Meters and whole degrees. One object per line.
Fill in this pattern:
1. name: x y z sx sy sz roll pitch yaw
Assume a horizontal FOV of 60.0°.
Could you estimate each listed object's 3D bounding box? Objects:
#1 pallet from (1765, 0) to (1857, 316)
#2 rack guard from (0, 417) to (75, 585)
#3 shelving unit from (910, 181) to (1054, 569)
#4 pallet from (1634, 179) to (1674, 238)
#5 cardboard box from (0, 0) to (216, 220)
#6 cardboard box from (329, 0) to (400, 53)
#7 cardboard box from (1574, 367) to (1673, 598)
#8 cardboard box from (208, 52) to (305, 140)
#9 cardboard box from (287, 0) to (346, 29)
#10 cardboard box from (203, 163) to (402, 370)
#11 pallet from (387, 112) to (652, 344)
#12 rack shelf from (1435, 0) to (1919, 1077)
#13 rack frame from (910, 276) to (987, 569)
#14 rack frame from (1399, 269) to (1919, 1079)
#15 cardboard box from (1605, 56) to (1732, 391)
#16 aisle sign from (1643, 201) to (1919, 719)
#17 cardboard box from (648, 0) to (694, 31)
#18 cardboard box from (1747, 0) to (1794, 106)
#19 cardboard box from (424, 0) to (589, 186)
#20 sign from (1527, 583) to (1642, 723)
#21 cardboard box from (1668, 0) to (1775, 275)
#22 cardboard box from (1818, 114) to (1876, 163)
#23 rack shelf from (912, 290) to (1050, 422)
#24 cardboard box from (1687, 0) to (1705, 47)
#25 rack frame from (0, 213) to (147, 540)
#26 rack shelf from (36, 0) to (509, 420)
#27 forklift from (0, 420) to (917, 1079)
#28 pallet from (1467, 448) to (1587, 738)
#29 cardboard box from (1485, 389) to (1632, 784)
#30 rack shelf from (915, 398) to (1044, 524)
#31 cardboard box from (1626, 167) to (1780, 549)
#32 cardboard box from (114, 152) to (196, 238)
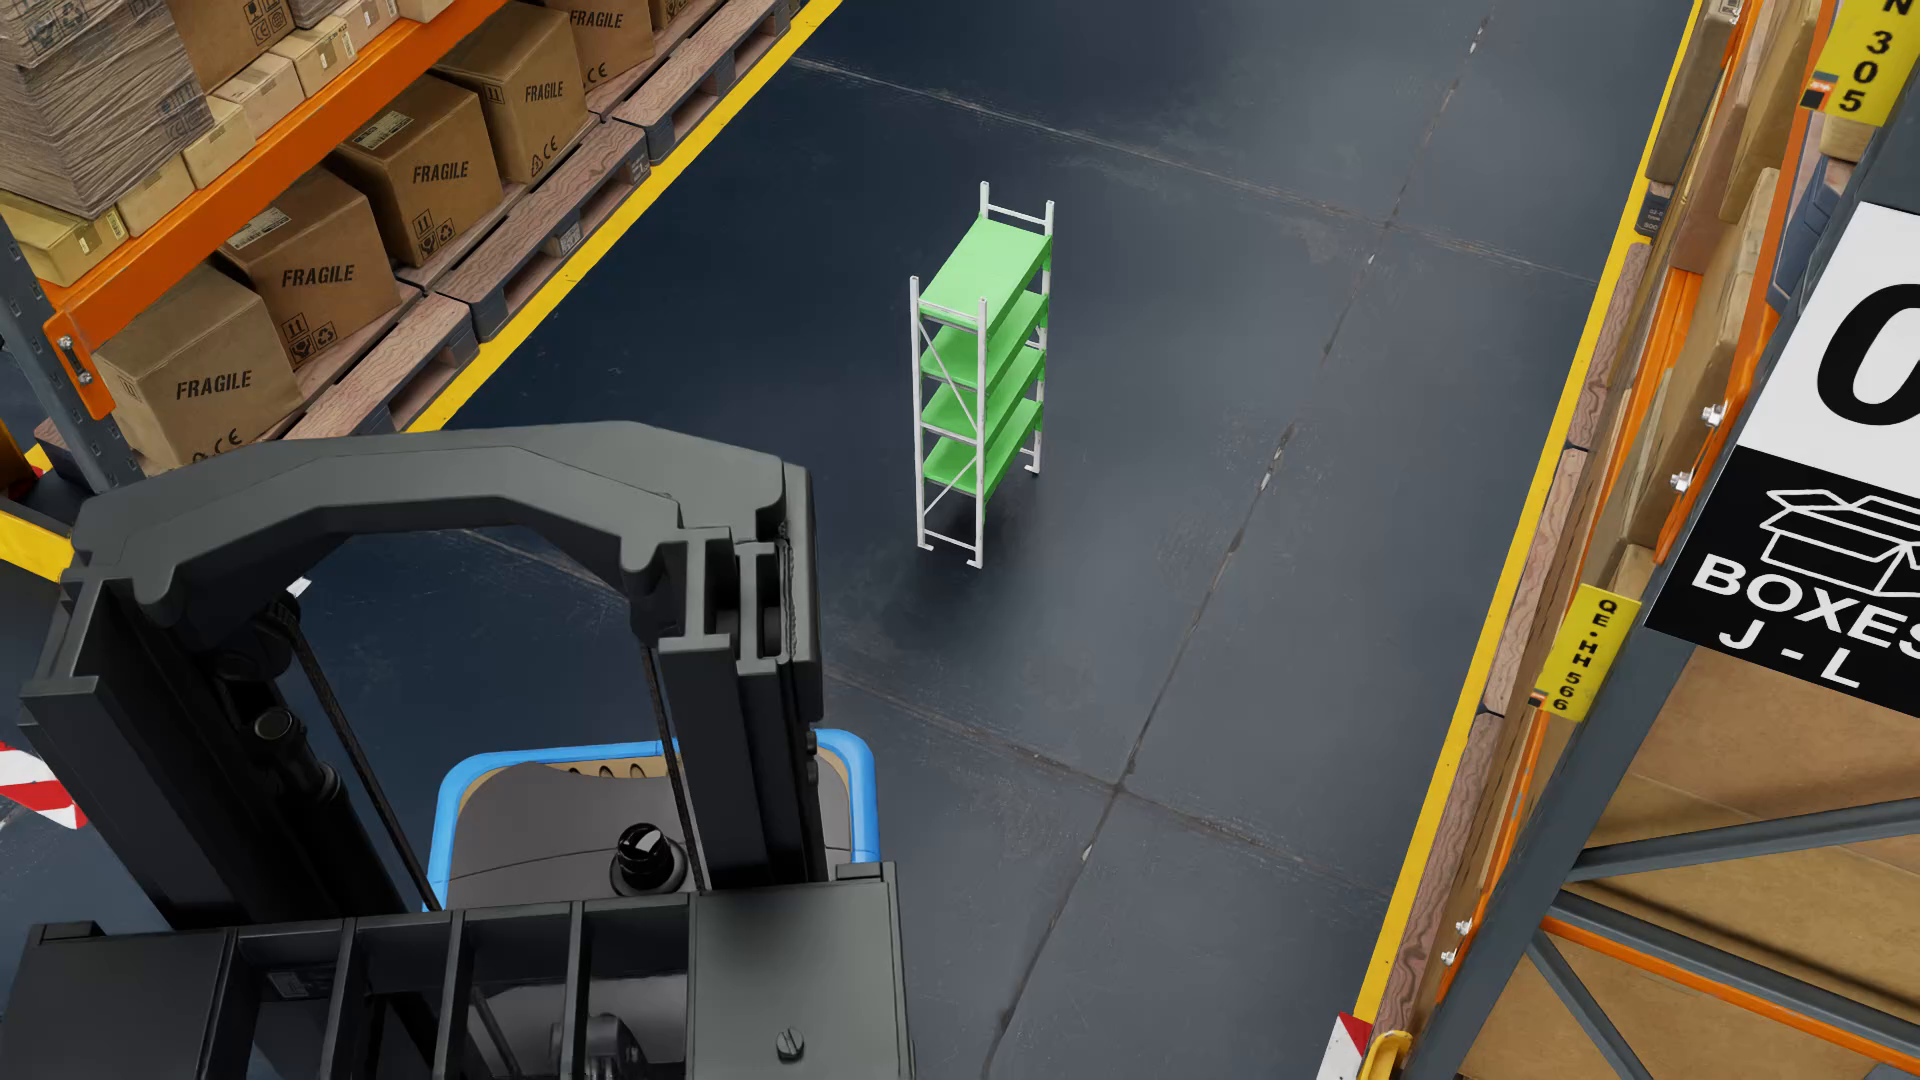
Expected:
1. pallet: 1.806 -0.630 2.405 1.003 0.211 1.213 20 52 16
2. rack guard: -2.910 -0.098 5.505 1.175 0.500 0.348 20 52 16
3. shelving unit: 0.071 -0.503 5.390 0.258 1.200 0.503 20 52 16
4. pallet: 3.469 -1.579 6.955 1.003 0.211 1.213 20 52 16
5. cardboard box: -2.683 -1.354 4.672 0.875 0.500 0.500 20 52 16
6. cardboard box: -2.077 -1.756 5.439 0.380 0.149 0.250 20 52 16
7. cardboard box: 1.831 0.123 3.577 0.875 0.550 0.550 20 52 16
8. cardboard box: -2.273 -1.405 5.141 0.380 0.149 0.250 20 52 16
9. cardboard box: -2.325 -2.068 5.279 0.875 0.500 0.500 20 52 16
10. cardboard box: -2.436 -1.029 6.022 0.500 0.500 0.500 33 57 25
11. pallet: -2.009 -1.389 6.793 1.003 0.211 1.213 20 52 16
12. rack shelf: 2.353 -0.316 4.522 1.077 0.370 4.000 20 52 16
13. rack frame: -0.034 -0.335 5.247 0.240 1.200 0.015 20 52 16
14. rack frame: 1.499 0.828 3.076 1.000 3.000 0.127 20 52 16
15. cardboard box: 2.875 -0.964 5.720 0.875 0.875 0.875 21 53 17
16. aisle sign: 1.197 -0.063 2.128 0.394 0.787 0.004 20 52 16
17. cardboard box: -1.441 -2.674 7.421 0.500 0.500 0.500 18 52 15
18. cardboard box: 2.534 -1.339 4.112 0.875 0.550 0.550 20 52 16
19. cardboard box: -1.873 -1.824 6.698 0.500 0.500 0.500 16 51 13
20. sign: 1.014 0.190 2.703 0.100 0.325 0.005 20 52 16
21. cardboard box: 2.509 -0.998 4.531 0.875 0.550 0.550 20 52 16
22. cardboard box: 1.334 -0.571 2.120 0.380 0.149 0.250 20 52 16
23. rack shelf: 0.071 -0.617 5.256 0.258 0.148 0.480 20 52 16
24. cardboard box: 3.807 -2.453 7.069 1.050 0.750 0.750 20 52 16
25. rack frame: -2.943 -0.856 4.509 1.000 3.000 0.127 20 52 16
26. rack shelf: -2.088 -2.000 5.954 1.077 0.370 4.000 20 52 16
27. forklift: -0.594 1.343 2.683 1.130 2.935 3.031 -4 50 -3
28. pallet: 2.292 0.318 5.341 1.003 0.211 1.213 20 52 16
29. cardboard box: 2.103 0.285 4.657 0.875 0.875 0.875 19 52 16
30. rack shelf: 0.071 -0.306 5.621 0.258 0.148 0.480 20 52 16
31. cardboard box: 1.844 -0.222 3.162 0.875 0.550 0.550 20 52 16
32. cardboard box: -2.481 -1.059 4.846 0.380 0.149 0.250 20 52 16
